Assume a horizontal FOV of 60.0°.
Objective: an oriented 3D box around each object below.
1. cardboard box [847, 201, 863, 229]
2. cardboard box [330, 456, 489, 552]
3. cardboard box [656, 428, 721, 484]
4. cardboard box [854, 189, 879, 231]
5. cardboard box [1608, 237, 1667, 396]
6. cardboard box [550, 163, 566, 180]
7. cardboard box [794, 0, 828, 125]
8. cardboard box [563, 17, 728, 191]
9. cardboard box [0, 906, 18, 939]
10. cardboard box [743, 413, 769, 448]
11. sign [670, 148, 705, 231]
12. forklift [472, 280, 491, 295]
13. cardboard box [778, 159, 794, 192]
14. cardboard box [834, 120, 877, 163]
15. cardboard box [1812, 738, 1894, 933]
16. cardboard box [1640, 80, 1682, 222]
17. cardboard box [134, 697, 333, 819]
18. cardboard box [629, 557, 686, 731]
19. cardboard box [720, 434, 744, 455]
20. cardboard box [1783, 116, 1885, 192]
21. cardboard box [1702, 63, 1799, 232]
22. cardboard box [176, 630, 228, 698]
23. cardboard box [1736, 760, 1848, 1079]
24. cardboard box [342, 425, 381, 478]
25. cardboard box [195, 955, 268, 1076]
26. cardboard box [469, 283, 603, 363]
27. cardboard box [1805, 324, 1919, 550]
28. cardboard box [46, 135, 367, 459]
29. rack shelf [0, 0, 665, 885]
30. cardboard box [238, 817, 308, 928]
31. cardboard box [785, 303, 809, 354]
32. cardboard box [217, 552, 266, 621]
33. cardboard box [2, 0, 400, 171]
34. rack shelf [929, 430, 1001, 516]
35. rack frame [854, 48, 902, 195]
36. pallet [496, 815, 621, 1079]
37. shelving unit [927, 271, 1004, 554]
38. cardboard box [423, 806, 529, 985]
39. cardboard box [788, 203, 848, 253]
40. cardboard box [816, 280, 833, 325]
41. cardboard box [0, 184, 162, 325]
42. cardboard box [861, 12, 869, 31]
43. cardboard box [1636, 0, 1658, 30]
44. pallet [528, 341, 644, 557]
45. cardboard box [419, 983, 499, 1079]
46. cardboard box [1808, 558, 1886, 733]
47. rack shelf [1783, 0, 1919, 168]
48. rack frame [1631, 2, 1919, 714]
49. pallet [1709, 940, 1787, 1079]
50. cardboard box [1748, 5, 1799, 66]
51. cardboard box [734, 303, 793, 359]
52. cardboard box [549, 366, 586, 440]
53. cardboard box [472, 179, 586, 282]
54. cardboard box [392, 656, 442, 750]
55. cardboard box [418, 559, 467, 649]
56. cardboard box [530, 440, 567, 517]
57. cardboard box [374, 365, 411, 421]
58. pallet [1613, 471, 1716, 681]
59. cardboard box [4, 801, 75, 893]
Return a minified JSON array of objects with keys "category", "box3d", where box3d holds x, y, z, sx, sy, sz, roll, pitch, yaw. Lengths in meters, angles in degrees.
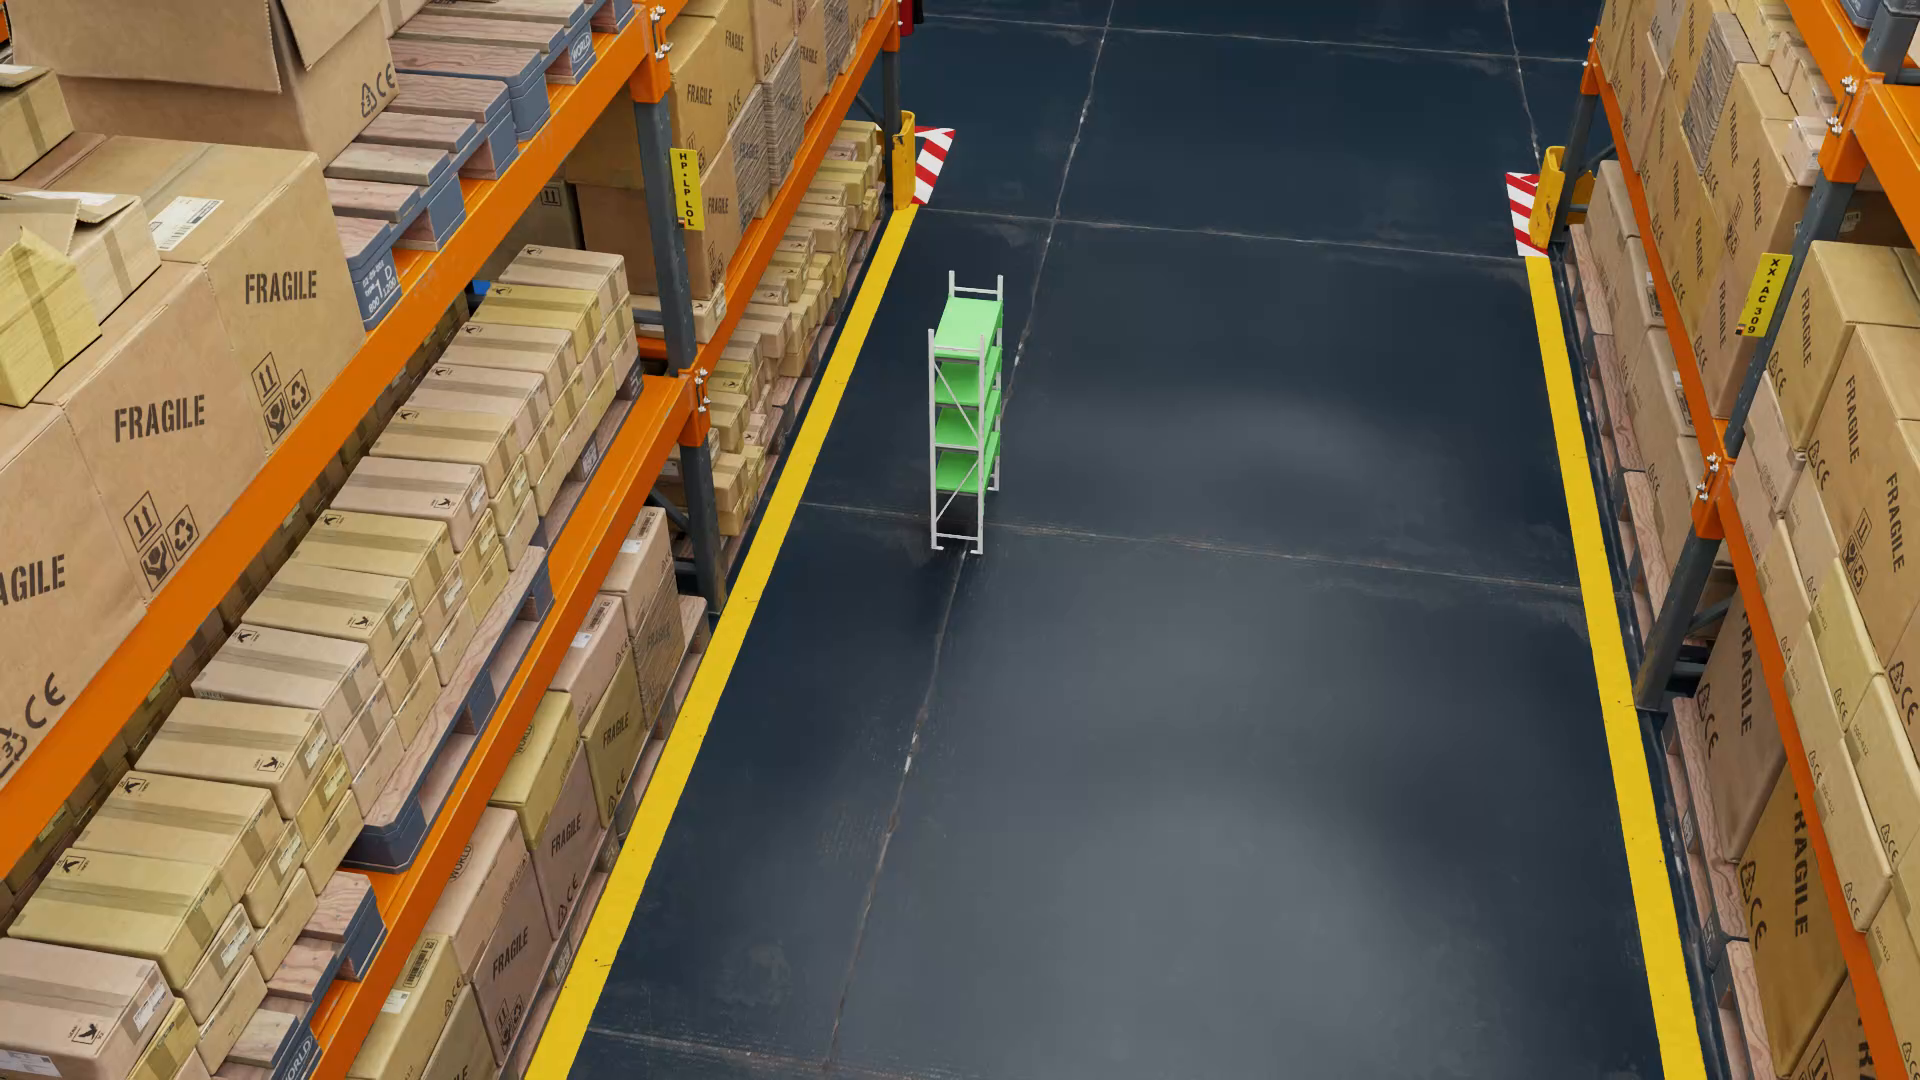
[{"category":"cardboard box","box3d":[-0.761,-1.906,9.472,0.380,0.149,0.250,5,40,6]},{"category":"cardboard box","box3d":[-1.658,-0.110,5.026,0.380,0.149,0.250,5,40,6]},{"category":"cardboard box","box3d":[-1.291,-0.393,7.408,0.380,0.149,0.250,8,40,9]},{"category":"cardboard box","box3d":[-0.693,-1.954,9.764,0.380,0.149,0.250,8,40,9]},{"category":"cardboard box","box3d":[3.865,-1.109,8.515,0.875,0.438,0.875,7,40,9]},{"category":"cardboard box","box3d":[-1.739,-1.770,6.537,0.500,0.500,0.500,5,40,6]},{"category":"cardboard box","box3d":[-0.955,-2.306,7.970,0.500,0.500,0.500,8,40,10]},{"category":"cardboard box","box3d":[-1.236,-1.702,6.454,0.500,0.500,0.500,7,40,9]},{"category":"cardboard box","box3d":[-2.569,1.023,4.123,0.380,0.149,0.250,6,40,8]},{"category":"cardboard box","box3d":[-1.137,-0.492,7.995,0.380,0.149,0.250,6,40,7]},{"category":"sign","box3d":[-1.007,-1.294,6.149,0.100,0.325,0.005,6,40,8]},{"category":"forklift","box3d":[-3.337,-2.258,8.277,3.031,2.935,1.130,-6,40,-8]},{"category":"cardboard box","box3d":[-1.003,-1.783,7.847,0.380,0.149,0.250,8,40,10]},{"category":"cardboard box","box3d":[-0.704,-2.349,9.775,0.380,0.149,0.250,7,40,8]},{"category":"cardboard box","box3d":[2.714,0.838,4.597,0.500,0.250,0.500,6,40,7]},{"category":"cardboard box","box3d":[3.429,-1.750,7.531,0.500,0.500,0.500,8,40,9]},{"category":"cardboard box","box3d":[-1.839,0.552,4.226,0.380,0.149,0.250,5,40,6]},{"category":"cardboard box","box3d":[-1.434,0.387,6.657,0.500,0.500,0.500,6,40,7]},{"category":"cardboard box","box3d":[-1.221,-0.445,7.706,0.380,0.149,0.250,7,40,8]},{"category":"cardboard box","box3d":[3.078,-1.327,5.725,0.380,0.149,0.250,6,40,7]},{"category":"cardboard box","box3d":[3.244,-1.492,6.435,0.500,0.500,0.500,6,40,7]},{"category":"cardboard box","box3d":[-2.387,0.374,4.908,0.380,0.149,0.250,8,40,9]},{"category":"cardboard box","box3d":[3.161,1.198,5.381,0.875,0.875,0.875,7,40,9]},{"category":"cardboard box","box3d":[-2.209,-0.287,5.707,0.380,0.149,0.250,7,40,8]},{"category":"cardboard box","box3d":[-1.924,1.112,4.016,0.380,0.149,0.250,8,40,10]},{"category":"cardboard box","box3d":[-1.477,-0.759,5.811,0.380,0.149,0.250,5,40,6]},{"category":"cardboard box","box3d":[2.918,-0.281,4.970,0.500,0.500,0.500,6,40,7]},{"category":"cardboard box","box3d":[-1.725,-0.549,3.724,0.500,0.500,0.500,6,40,8]},{"category":"rack shelf","box3d":[-1.900,-0.530,4.345,1.077,0.370,4.000,6,40,8]},{"category":"cardboard box","box3d":[-1.877,0.804,4.154,0.380,0.149,0.250,5,40,6]},{"category":"cardboard box","box3d":[-0.988,-1.093,8.489,0.380,0.149,0.250,6,40,7]},{"category":"cardboard box","box3d":[-2.344,0.092,5.016,0.380,0.149,0.250,6,40,7]},{"category":"cardboard box","box3d":[-1.951,-1.309,4.312,0.797,0.503,0.637,6,40,7]},{"category":"rack shelf","box3d":[0.029,-0.332,7.784,0.258,0.148,0.480,6,40,8]},{"category":"rack frame","box3d":[-0.862,-3.417,9.626,1.000,3.000,0.127,6,40,8]},{"category":"pallet","box3d":[-1.896,1.425,5.958,1.003,0.211,1.213,6,40,8]},{"category":"shelving unit","box3d":[0.029,-0.566,7.590,0.258,1.200,0.503,6,40,8]},{"category":"cardboard box","box3d":[-1.703,1.083,5.227,0.500,0.250,0.500,7,40,8]},{"category":"cardboard box","box3d":[-0.823,-1.691,8.979,0.380,0.149,0.250,8,40,9]},{"category":"cardboard box","box3d":[-0.903,-1.305,8.979,0.380,0.149,0.250,7,40,9]},{"category":"cardboard box","box3d":[-1.811,-0.598,3.182,0.396,0.266,0.258,6,40,8]},{"category":"cardboard box","box3d":[-0.720,-2.933,9.237,0.380,0.149,0.250,6,40,8]},{"category":"cardboard box","box3d":[3.585,-2.764,7.972,0.500,0.500,0.500,5,40,6]},{"category":"pallet","box3d":[-1.830,-0.369,6.090,1.003,0.211,1.213,6,40,8]},{"category":"cardboard box","box3d":[-1.789,1.673,5.101,0.500,0.500,0.500,7,40,8]},{"category":"cardboard box","box3d":[2.809,0.330,4.819,0.500,0.250,0.500,7,40,8]},{"category":"rack shelf","box3d":[3.685,-2.558,6.798,1.077,0.370,4.000,6,40,8]},{"category":"rack frame","box3d":[3.339,-0.424,6.006,1.000,3.000,0.127,6,40,8]},{"category":"pallet","box3d":[3.070,1.911,5.370,1.003,0.211,1.213,6,40,8]},{"category":"cardboard box","box3d":[3.318,-1.957,6.488,0.380,0.149,0.250,6,40,7]},{"category":"cardboard box","box3d":[-1.042,-1.040,8.191,0.380,0.149,0.250,7,40,9]},{"category":"cardboard box","box3d":[-1.519,-0.494,5.725,0.380,0.149,0.250,8,40,10]},{"category":"cardboard box","box3d":[-1.749,-1.395,6.868,0.500,0.500,0.500,6,40,8]},{"category":"cardboard box","box3d":[-1.743,0.448,4.819,0.380,0.149,0.250,7,40,8]},{"category":"cardboard box","box3d":[-1.701,0.165,4.928,0.380,0.149,0.250,8,40,9]},{"category":"cardboard box","box3d":[-1.561,-0.224,5.631,0.380,0.149,0.250,4,40,5]},{"category":"cardboard box","box3d":[-2.163,-0.565,5.810,0.380,0.149,0.250,7,40,9]},{"category":"pallet","box3d":[3.547,0.182,7.461,1.003,0.211,1.213,6,40,8]},{"category":"cardboard box","box3d":[-2.522,0.731,4.243,0.380,0.149,0.250,7,40,9]}]
